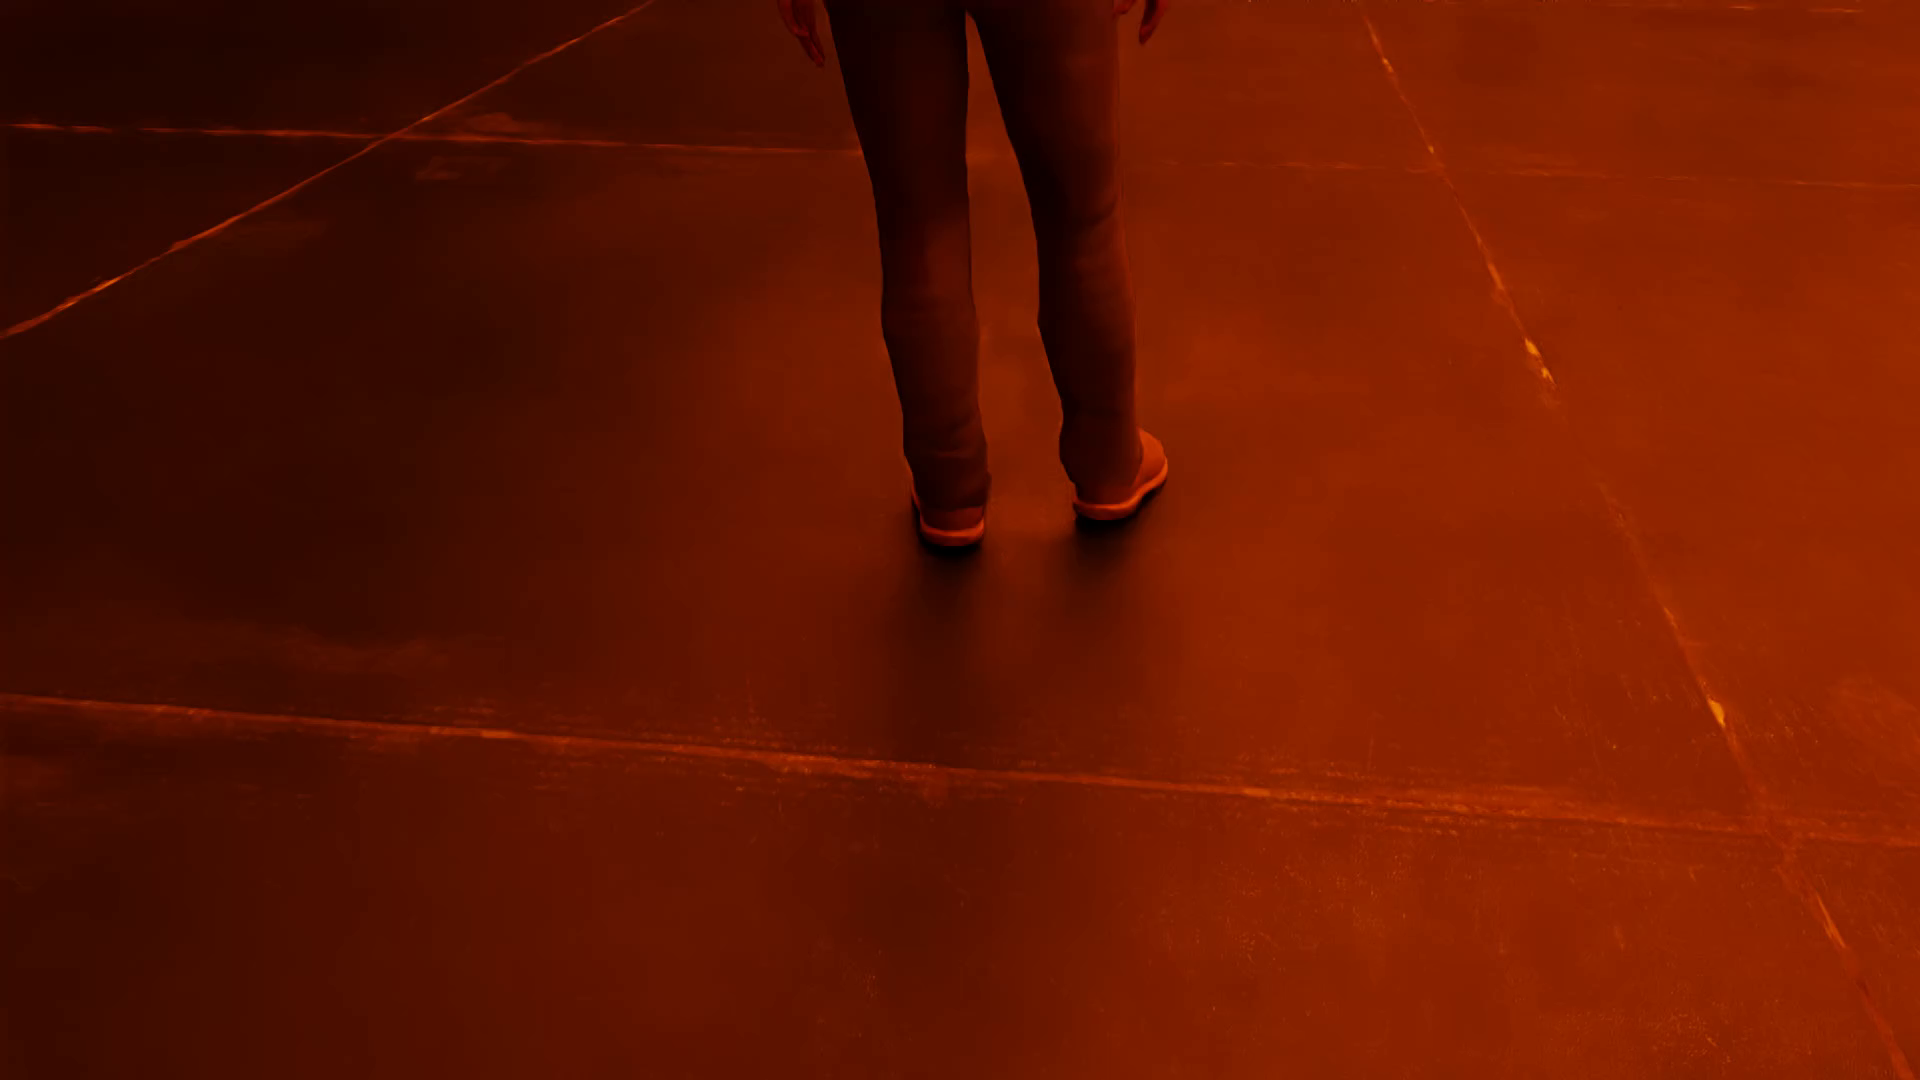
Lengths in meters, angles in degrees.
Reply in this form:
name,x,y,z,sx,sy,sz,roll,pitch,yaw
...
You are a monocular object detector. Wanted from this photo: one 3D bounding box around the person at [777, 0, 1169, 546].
name,x,y,z,sx,sy,sz,roll,pitch,yaw
person,0.031,-0.784,2.203,0.570,1.654,0.503,3,27,7
